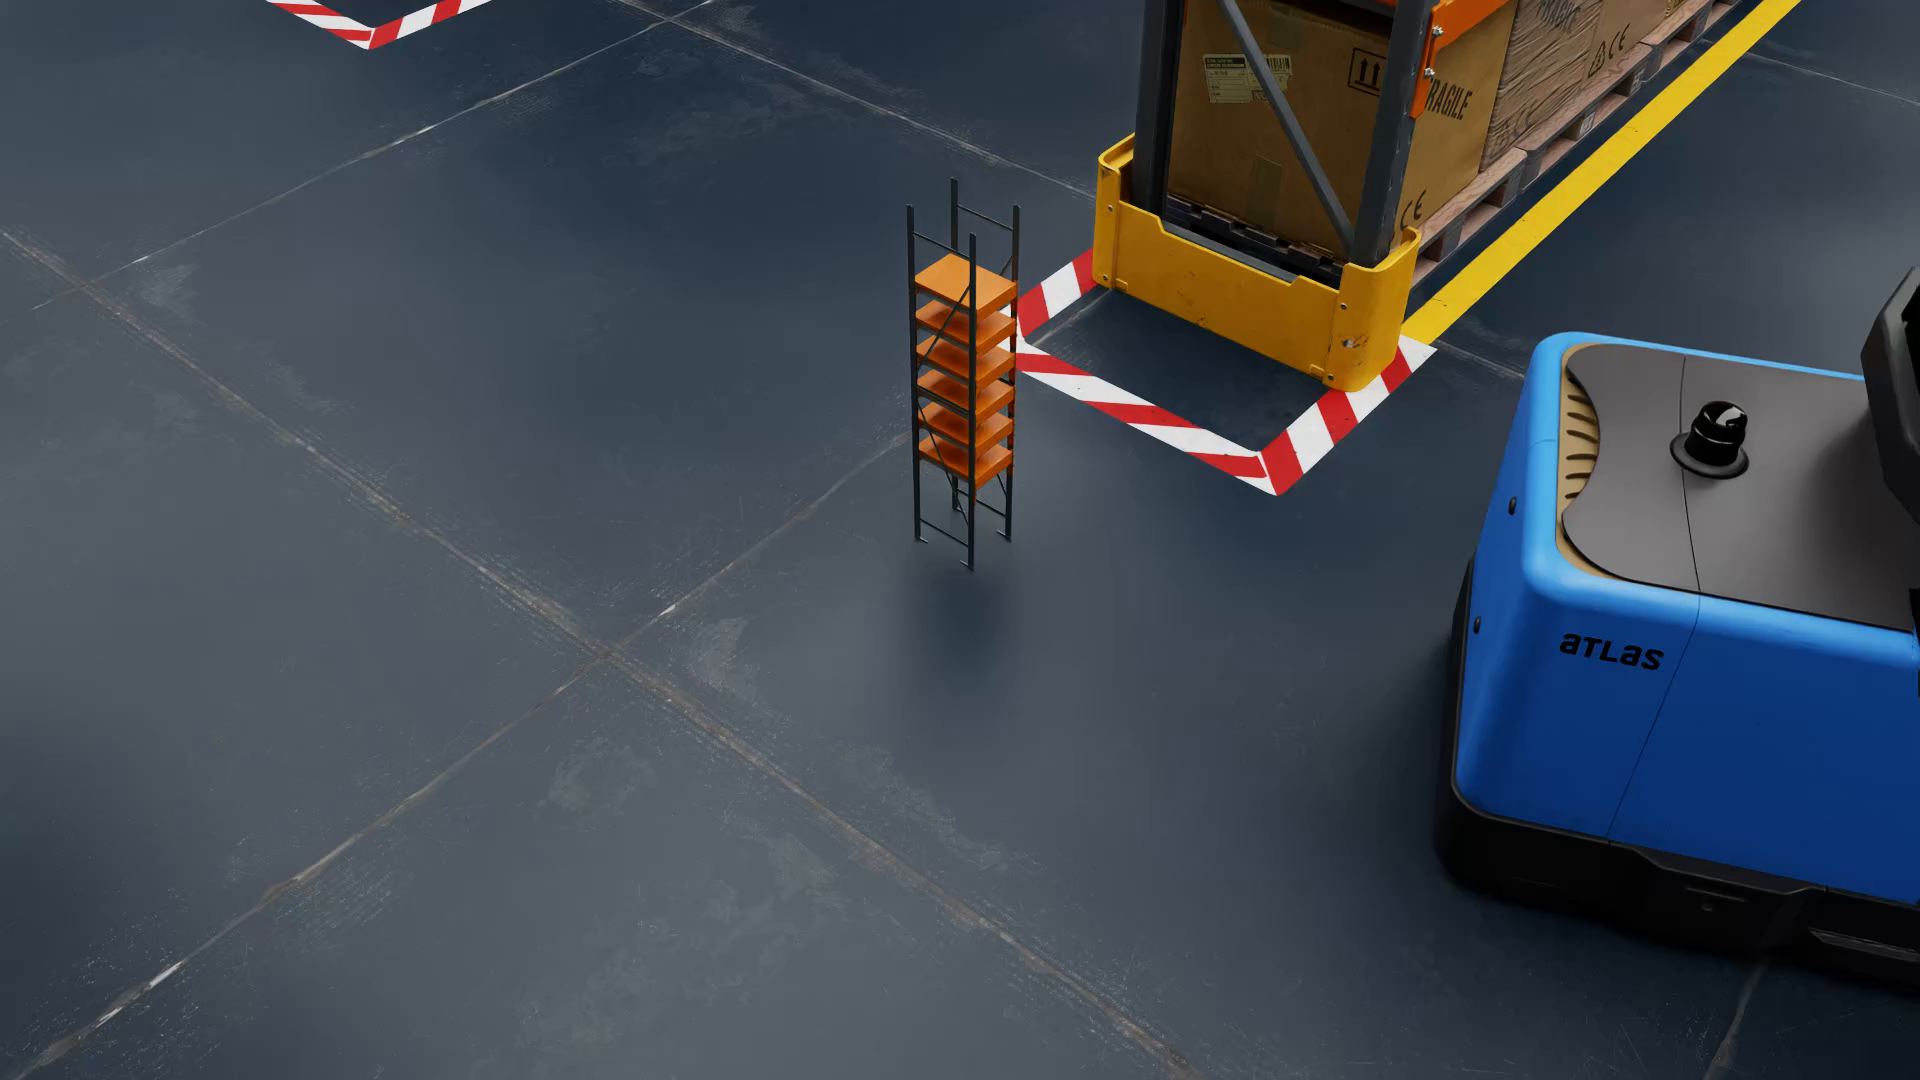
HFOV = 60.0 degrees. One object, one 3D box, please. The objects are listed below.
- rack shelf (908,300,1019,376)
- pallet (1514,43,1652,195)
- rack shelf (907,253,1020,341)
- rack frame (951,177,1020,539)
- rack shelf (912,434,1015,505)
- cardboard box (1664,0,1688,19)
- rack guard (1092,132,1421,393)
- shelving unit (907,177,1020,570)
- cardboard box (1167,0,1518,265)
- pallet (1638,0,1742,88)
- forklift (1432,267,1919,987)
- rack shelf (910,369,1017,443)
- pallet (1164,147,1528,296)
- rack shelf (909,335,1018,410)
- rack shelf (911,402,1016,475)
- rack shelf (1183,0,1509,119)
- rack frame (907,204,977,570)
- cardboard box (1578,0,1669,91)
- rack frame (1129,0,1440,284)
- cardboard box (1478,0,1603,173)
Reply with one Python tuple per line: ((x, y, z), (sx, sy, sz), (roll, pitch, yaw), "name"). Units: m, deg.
((0.009, -0.596, 4.723), (0.258, 0.103, 0.180), (29, 50, 28), "rack shelf")
((2.290, -2.000, 7.293), (1.003, 0.211, 1.213), (29, 50, 28), "pallet")
((0.009, -0.685, 4.642), (0.258, 0.103, 0.180), (29, 50, 28), "rack shelf")
((0.068, -0.498, 4.906), (0.240, 1.200, 0.006), (29, 50, 28), "rack frame")
((0.009, -0.241, 5.046), (0.258, 0.103, 0.180), (29, 50, 28), "rack shelf")
((3.138, -3.085, 7.680), (0.875, 0.875, 0.875), (29, 50, 28), "cardboard box")
((1.034, -1.024, 6.004), (1.175, 0.500, 0.348), (29, 50, 28), "rack guard")
((0.009, -0.451, 4.855), (0.258, 1.200, 0.189), (29, 50, 28), "shelving unit")
((1.400, -1.694, 6.151), (0.875, 0.875, 0.875), (29, 50, 28), "cardboard box")
((3.075, -2.631, 7.987), (1.003, 0.211, 1.213), (29, 50, 28), "pallet")
((2.793, -0.253, 3.350), (3.031, 2.935, 1.130), (11, 43, 12), "forklift")
((0.009, -0.419, 4.884), (0.258, 0.103, 0.180), (29, 50, 28), "rack shelf")
((1.504, -1.375, 6.605), (1.003, 0.211, 1.213), (29, 50, 28), "pallet")
((0.009, -0.507, 4.804), (0.258, 0.103, 0.180), (29, 50, 28), "rack shelf")
((0.009, -0.330, 4.965), (0.258, 0.103, 0.180), (29, 50, 28), "rack shelf")
((2.337, -2.724, 6.551), (1.077, 0.370, 4.000), (29, 50, 28), "rack shelf")
((-0.050, -0.404, 4.803), (0.240, 1.200, 0.006), (29, 50, 28), "rack frame")
((2.559, -2.621, 7.170), (0.875, 0.875, 0.875), (29, 50, 28), "cardboard box")
((1.050, -1.961, 5.177), (1.000, 3.000, 0.127), (29, 50, 28), "rack frame")
((1.986, -2.163, 6.666), (0.875, 0.875, 0.875), (29, 50, 28), "cardboard box")
